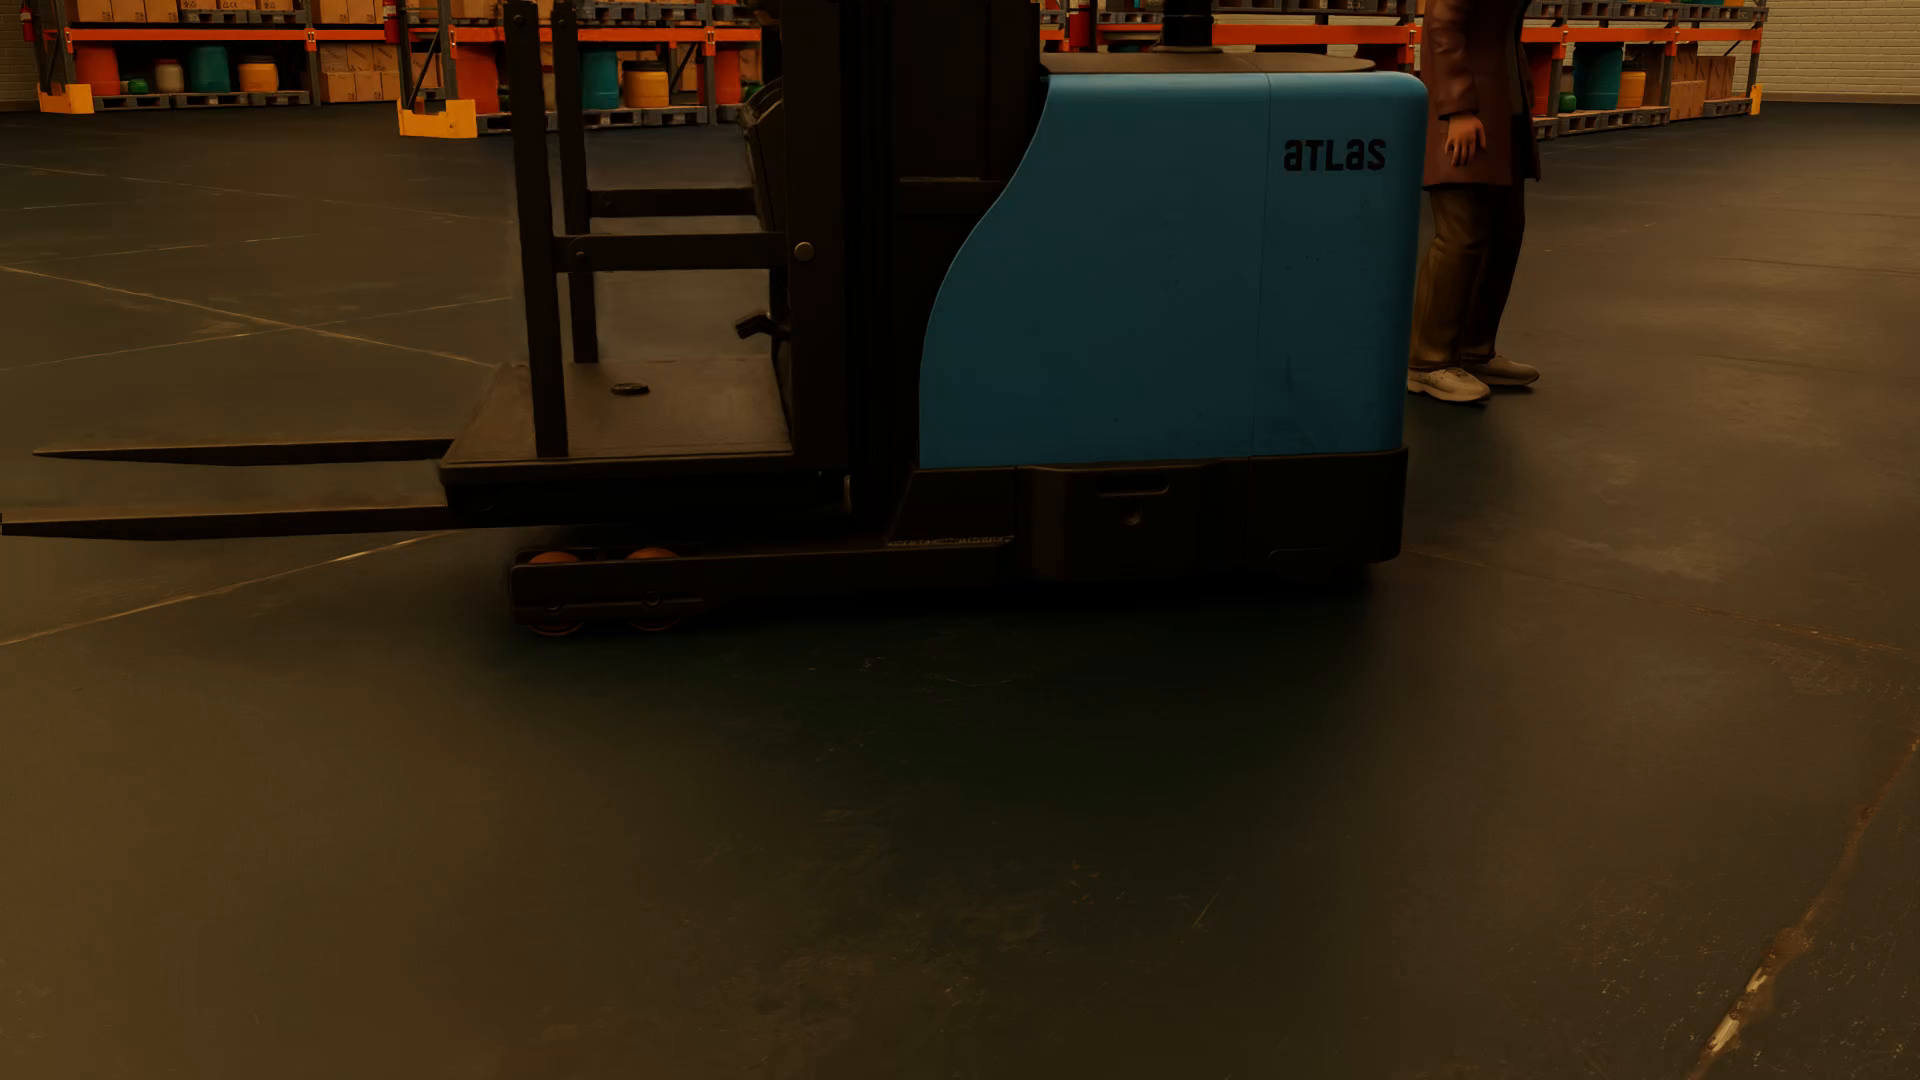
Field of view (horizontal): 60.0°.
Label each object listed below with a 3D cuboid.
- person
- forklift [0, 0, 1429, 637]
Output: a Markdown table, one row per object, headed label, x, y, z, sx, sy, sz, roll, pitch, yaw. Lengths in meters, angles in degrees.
| label | x | y | z | sx | sy | sz | roll | pitch | yaw |
| --- | --- | --- | --- | --- | --- | --- | --- | --- | --- |
| person | 1.711 | -1.373 | 5.410 | 0.428 | 1.773 | 0.652 | 13 | 21 | 37 |
| forklift | -0.604 | -1.375 | 3.424 | 3.031 | 2.935 | 1.130 | -2 | 17 | -8 |
